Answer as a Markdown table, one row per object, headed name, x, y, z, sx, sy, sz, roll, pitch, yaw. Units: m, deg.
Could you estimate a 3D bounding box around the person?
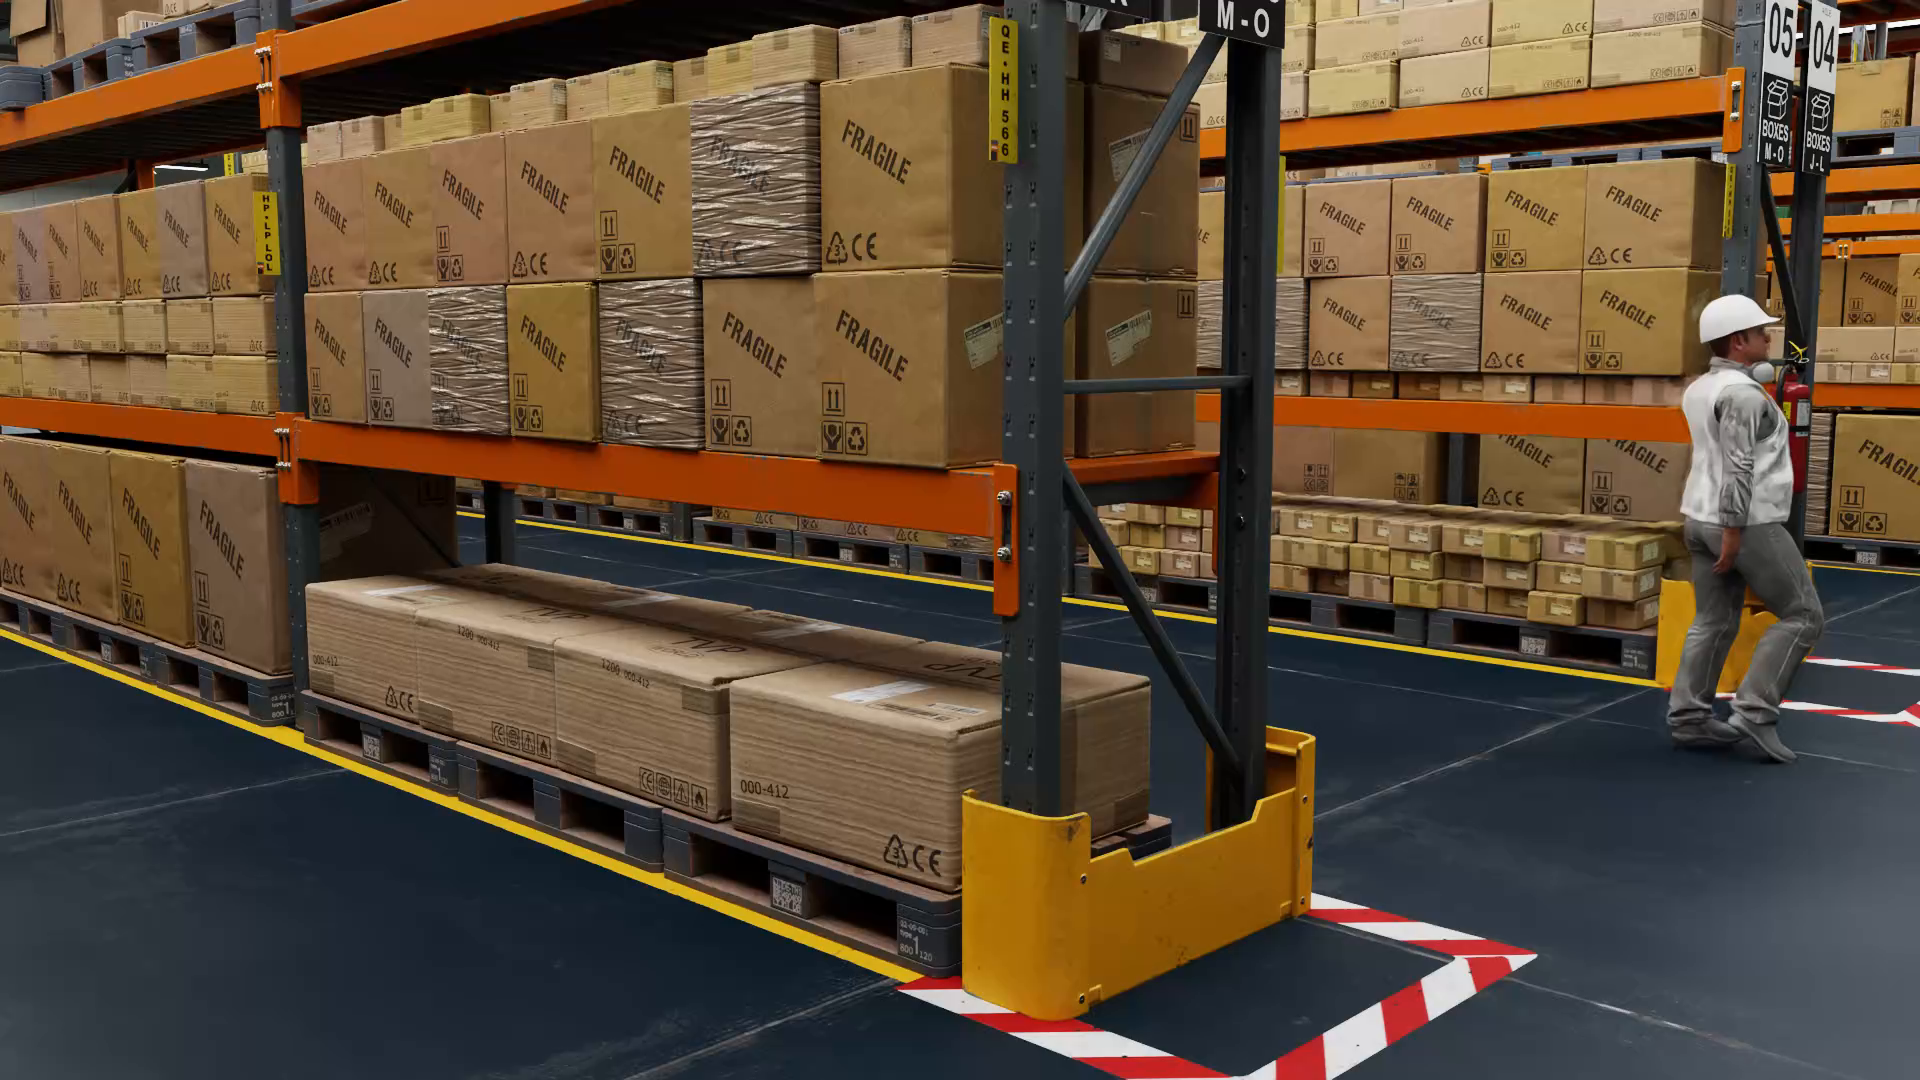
| name | x | y | z | sx | sy | sz | roll | pitch | yaw |
| --- | --- | --- | --- | --- | --- | --- | --- | --- | --- |
| person | 3.069 | -0.045 | 6.505 | 0.504 | 1.810 | 0.538 | 0 | 7 | 2 |
